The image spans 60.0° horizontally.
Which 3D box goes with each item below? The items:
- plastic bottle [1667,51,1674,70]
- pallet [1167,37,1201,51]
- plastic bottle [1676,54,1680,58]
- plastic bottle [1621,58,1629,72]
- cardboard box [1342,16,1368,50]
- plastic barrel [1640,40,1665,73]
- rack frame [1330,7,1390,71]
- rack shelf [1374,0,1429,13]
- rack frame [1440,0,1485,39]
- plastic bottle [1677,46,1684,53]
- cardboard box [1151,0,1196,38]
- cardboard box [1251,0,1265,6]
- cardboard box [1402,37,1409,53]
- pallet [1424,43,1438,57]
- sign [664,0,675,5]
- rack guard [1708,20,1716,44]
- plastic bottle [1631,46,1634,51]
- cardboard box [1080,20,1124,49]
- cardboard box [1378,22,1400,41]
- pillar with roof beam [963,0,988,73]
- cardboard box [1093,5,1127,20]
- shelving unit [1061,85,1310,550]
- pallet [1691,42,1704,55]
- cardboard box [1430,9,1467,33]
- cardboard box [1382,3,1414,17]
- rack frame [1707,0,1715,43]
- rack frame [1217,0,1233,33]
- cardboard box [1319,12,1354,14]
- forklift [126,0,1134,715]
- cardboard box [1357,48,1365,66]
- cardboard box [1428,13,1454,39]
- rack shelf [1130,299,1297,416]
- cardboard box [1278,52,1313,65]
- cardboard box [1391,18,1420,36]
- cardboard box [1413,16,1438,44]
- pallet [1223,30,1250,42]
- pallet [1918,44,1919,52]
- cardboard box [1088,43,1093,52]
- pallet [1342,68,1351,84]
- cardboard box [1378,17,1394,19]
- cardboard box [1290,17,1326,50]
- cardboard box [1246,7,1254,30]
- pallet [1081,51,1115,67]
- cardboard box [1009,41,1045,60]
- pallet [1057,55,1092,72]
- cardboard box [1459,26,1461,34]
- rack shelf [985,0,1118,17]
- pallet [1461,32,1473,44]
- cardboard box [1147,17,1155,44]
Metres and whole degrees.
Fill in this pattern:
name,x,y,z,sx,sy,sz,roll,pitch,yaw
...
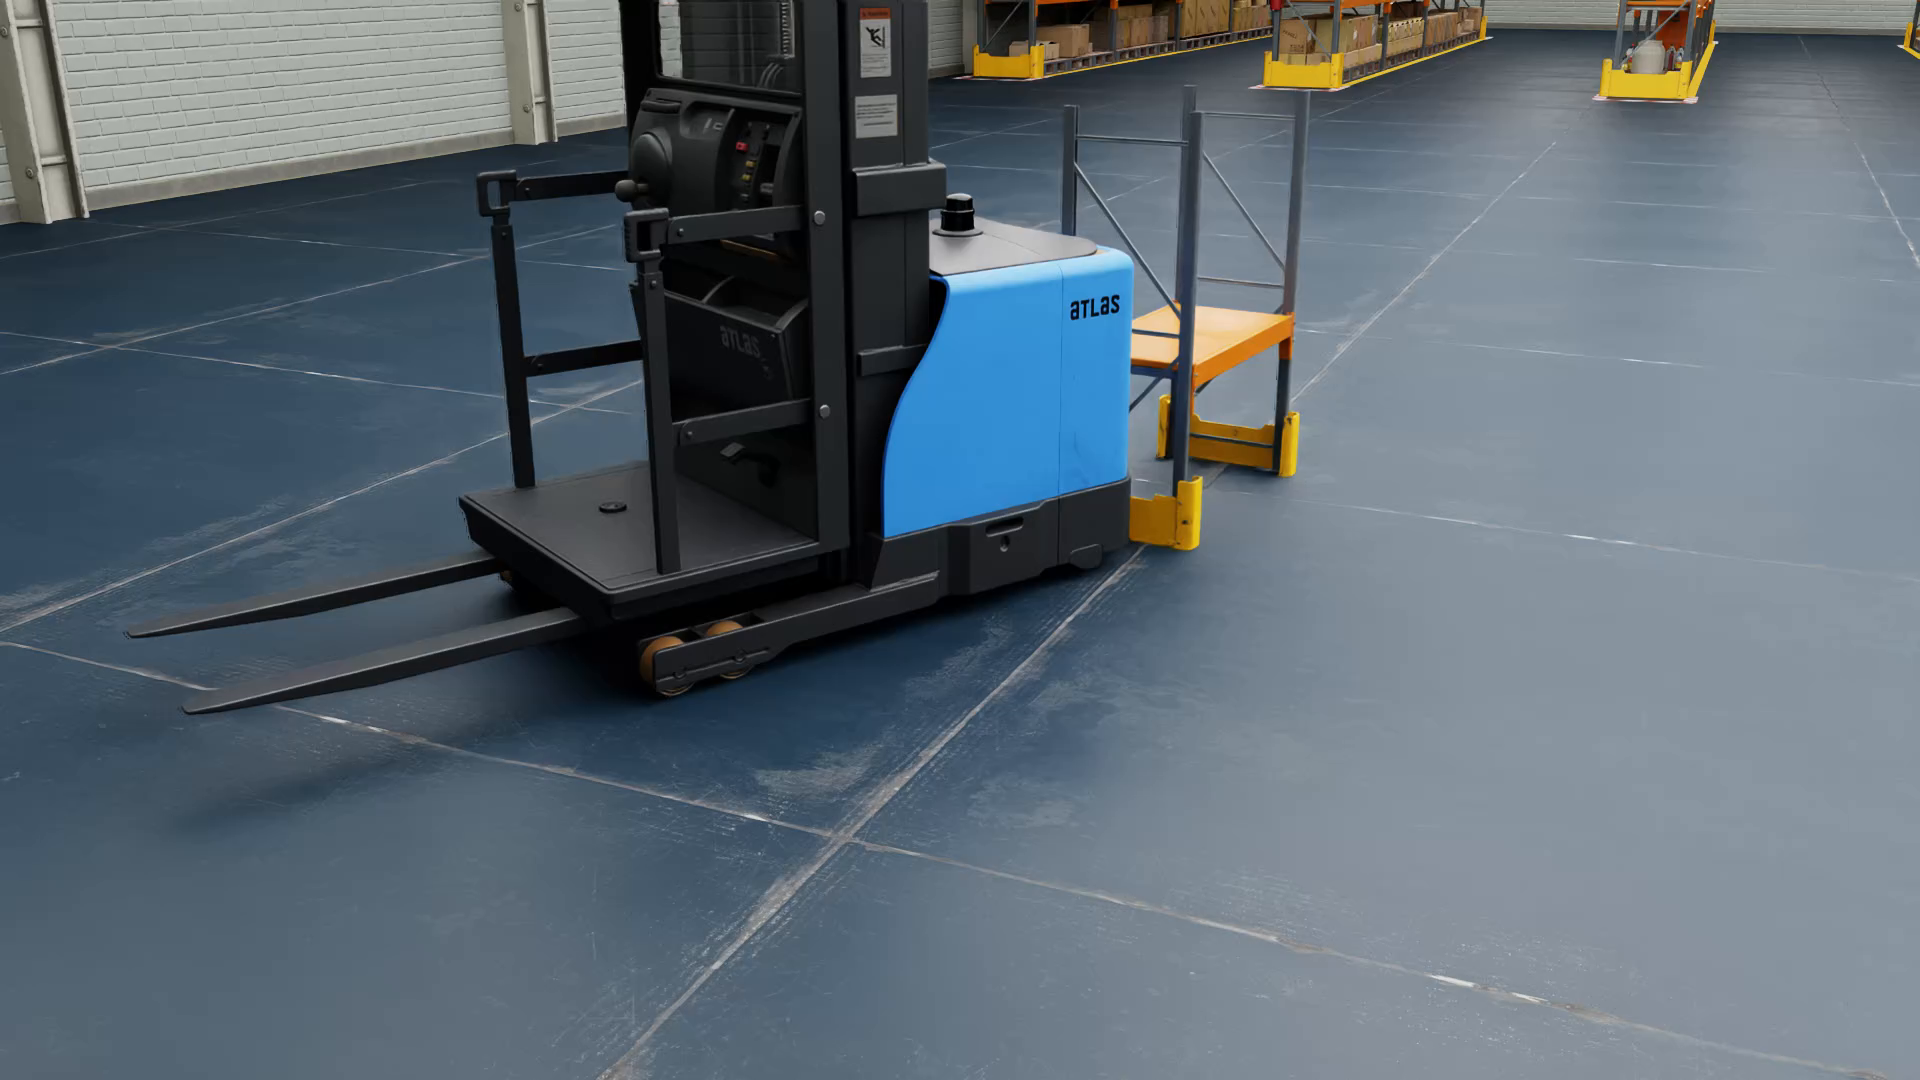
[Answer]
name,x,y,z,sx,sy,sz,roll,pitch,yaw
plastic bottle,11.064,-7.465,25.880,0.061,0.283,0.133,9,21,23
pallet,4.435,-10.465,35.080,1.003,0.211,1.213,9,21,23
plastic bottle,10.973,-7.281,25.381,0.097,0.271,0.097,0,20,0
plastic bottle,10.158,-7.254,25.408,0.097,0.201,0.097,0,20,0
cardboard box,6.327,-8.271,27.107,0.500,0.500,0.500,9,21,23
plastic barrel,10.211,-7.134,24.637,0.421,0.512,0.421,0,20,0
rack frame,6.926,-9.647,28.617,1.000,3.000,0.127,9,21,23
rack shelf,7.745,-9.919,30.457,1.077,0.370,4.000,9,21,23
rack frame,11.840,-13.315,38.932,1.000,3.000,0.127,9,21,23
plastic bottle,11.232,-7.531,25.966,0.144,0.351,0.185,8,21,22
cardboard box,4.464,-10.940,34.835,0.750,0.750,0.750,8,21,22
cardboard box,7.133,-12.949,40.039,0.380,0.149,0.250,9,22,24
cardboard box,7.947,-9.109,30.581,0.500,0.250,0.500,9,21,24
pallet,8.904,-9.779,33.150,1.003,0.211,1.213,9,21,23
sign,-3.560,-6.713,20.314,0.001,0.329,0.234,9,21,23
rack guard,16.355,-11.466,37.463,1.175,0.500,0.348,9,21,23
plastic bottle,10.483,-7.548,26.012,0.144,0.351,0.185,8,21,22
cardboard box,2.691,-9.582,31.510,0.700,0.500,0.500,9,22,25
cardboard box,7.532,-9.058,29.601,0.500,0.311,0.500,8,21,22
pillar with roof beam,4.192,-11.671,25.356,9.100,9.000,0.400,9,21,23
cardboard box,2.869,-10.071,31.764,0.500,0.250,0.500,8,21,22
shelving unit,0.838,-0.874,6.188,0.587,1.500,1.083,11,22,29
pallet,14.365,-9.867,33.400,1.003,0.211,1.213,9,21,23
cardboard box,10.967,-11.698,37.456,0.797,0.503,0.637,9,21,23
cardboard box,8.752,-10.588,33.220,0.500,0.250,0.500,9,22,25
rack frame,16.357,-12.634,37.018,1.000,3.000,0.127,9,21,23
rack frame,5.681,-12.771,37.402,1.000,3.000,0.127,9,21,23
cardboard box,6.450,-8.804,28.604,0.500,0.500,0.500,9,21,23
forklift,-0.900,-1.138,4.794,3.031,2.935,1.130,-14,24,-35
cardboard box,6.326,-7.918,27.233,0.500,0.250,0.500,9,21,23
cardboard box,10.051,-10.782,34.883,0.500,0.500,0.500,9,21,23
rack shelf,0.833,-0.702,6.241,0.538,0.185,1.000,11,22,29
cardboard box,5.238,-7.531,26.145,0.500,0.250,0.500,9,21,23
cardboard box,8.367,-9.682,31.358,0.500,0.311,0.500,8,21,22
cardboard box,9.220,-10.160,33.134,0.500,0.500,0.500,8,21,21
pallet,6.064,-11.679,38.493,1.003,0.211,1.213,9,21,23
pallet,20.119,-10.014,33.812,1.003,0.211,1.213,9,21,23
cardboard box,2.213,-9.030,30.455,0.380,0.166,0.250,6,20,16
pallet,5.563,-7.350,26.320,1.003,0.211,1.213,9,21,23
cardboard box,8.082,-9.916,32.015,0.500,0.311,0.500,9,22,25
cardboard box,5.632,-8.192,26.885,0.500,0.500,0.500,9,21,23
cardboard box,6.502,-12.315,39.225,0.700,0.500,0.500,9,22,24
pallet,2.162,-8.801,30.402,1.003,0.211,1.213,9,21,23
cardboard box,1.133,-8.242,28.024,0.500,0.311,0.500,6,20,17
pallet,1.664,-8.427,29.349,1.003,0.211,1.213,9,21,23
cardboard box,10.916,-11.329,36.920,0.380,0.166,0.250,9,21,23
rack shelf,1.586,-9.375,28.927,1.077,0.370,4.000,9,21,23
pallet,10.982,-11.362,37.604,1.003,0.211,1.213,9,21,23
cardboard box,3.479,-10.209,33.272,0.700,0.500,0.500,9,21,23
